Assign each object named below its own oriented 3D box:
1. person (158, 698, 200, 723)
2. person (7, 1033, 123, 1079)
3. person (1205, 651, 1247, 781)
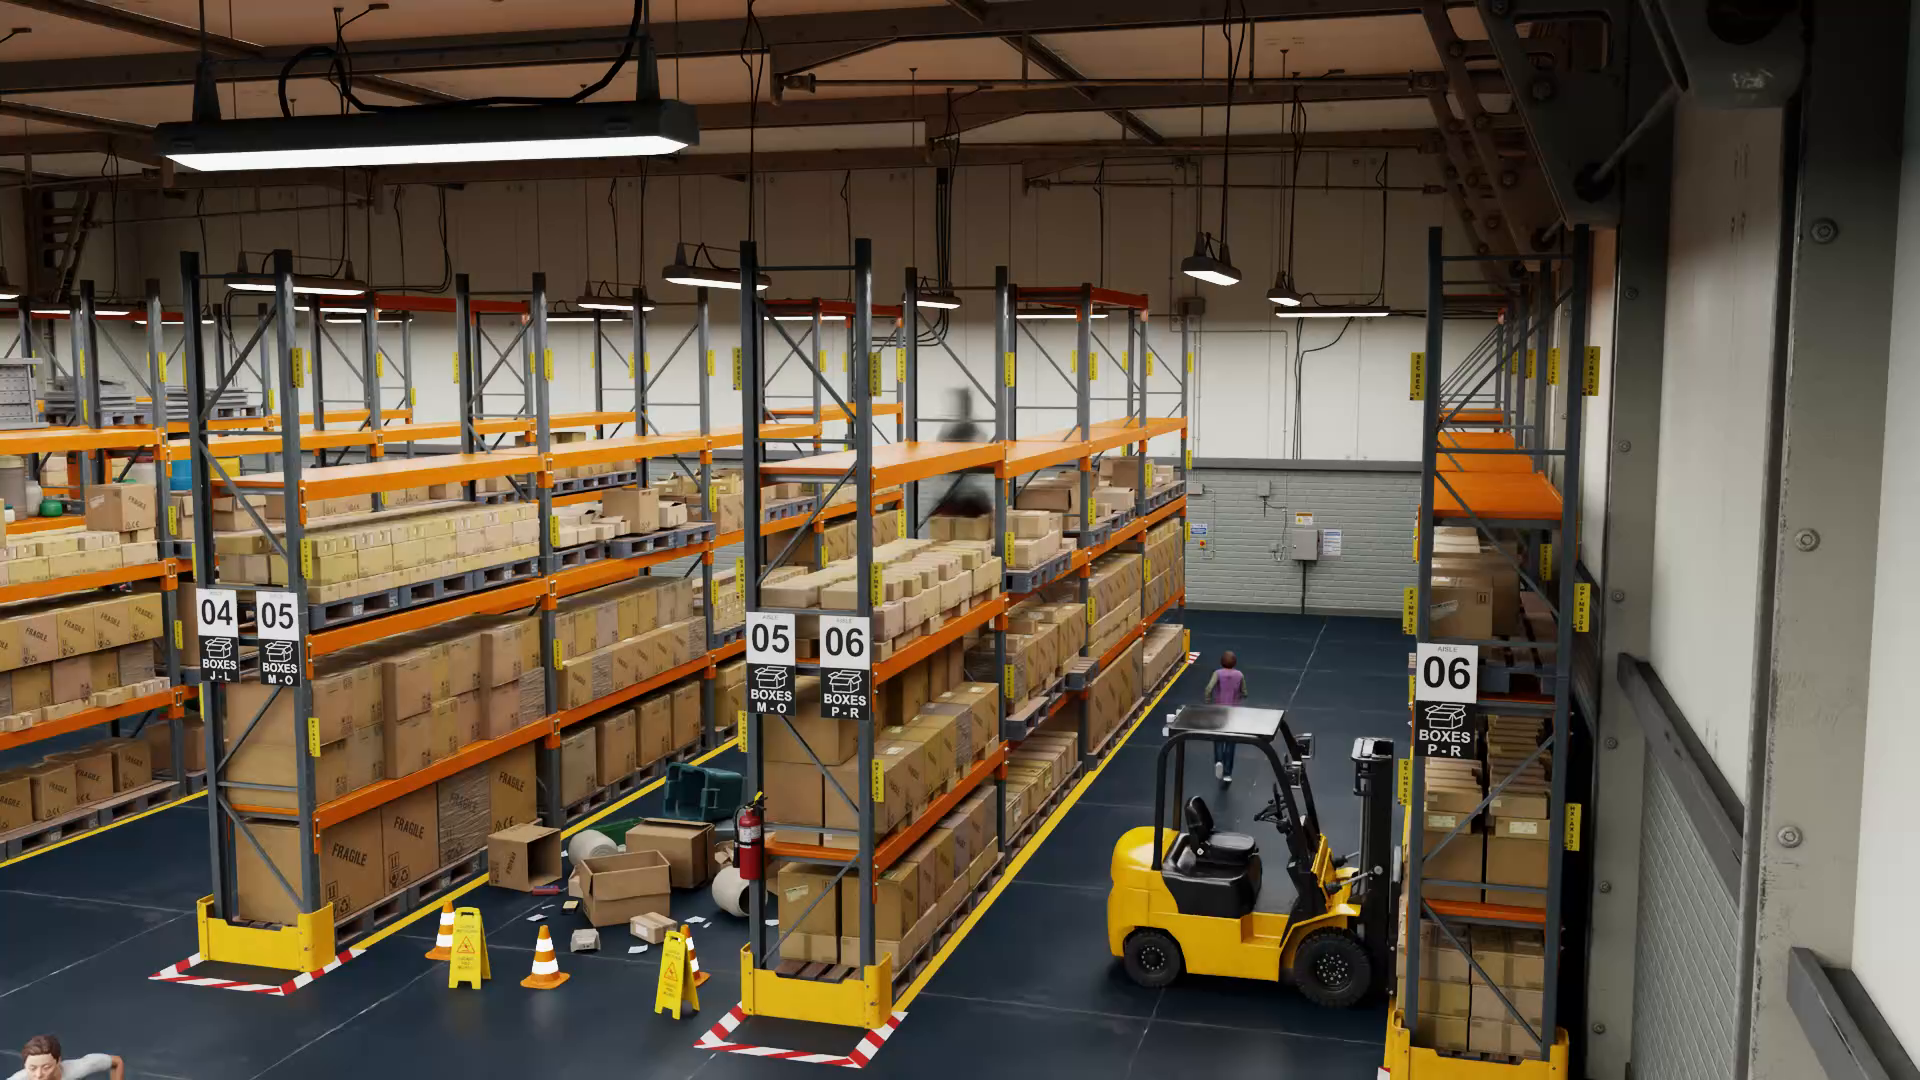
[{"bbox_3d":[-10.455,1.776,22.217,0.652,1.805,0.983,2,7,16],"label":"person"},{"bbox_3d":[-4.929,3.383,9.208,0.606,1.623,0.954,-2,7,-17],"label":"person"},{"bbox_3d":[3.216,2.122,20.141,0.504,1.585,0.732,1,6,8],"label":"person"}]
